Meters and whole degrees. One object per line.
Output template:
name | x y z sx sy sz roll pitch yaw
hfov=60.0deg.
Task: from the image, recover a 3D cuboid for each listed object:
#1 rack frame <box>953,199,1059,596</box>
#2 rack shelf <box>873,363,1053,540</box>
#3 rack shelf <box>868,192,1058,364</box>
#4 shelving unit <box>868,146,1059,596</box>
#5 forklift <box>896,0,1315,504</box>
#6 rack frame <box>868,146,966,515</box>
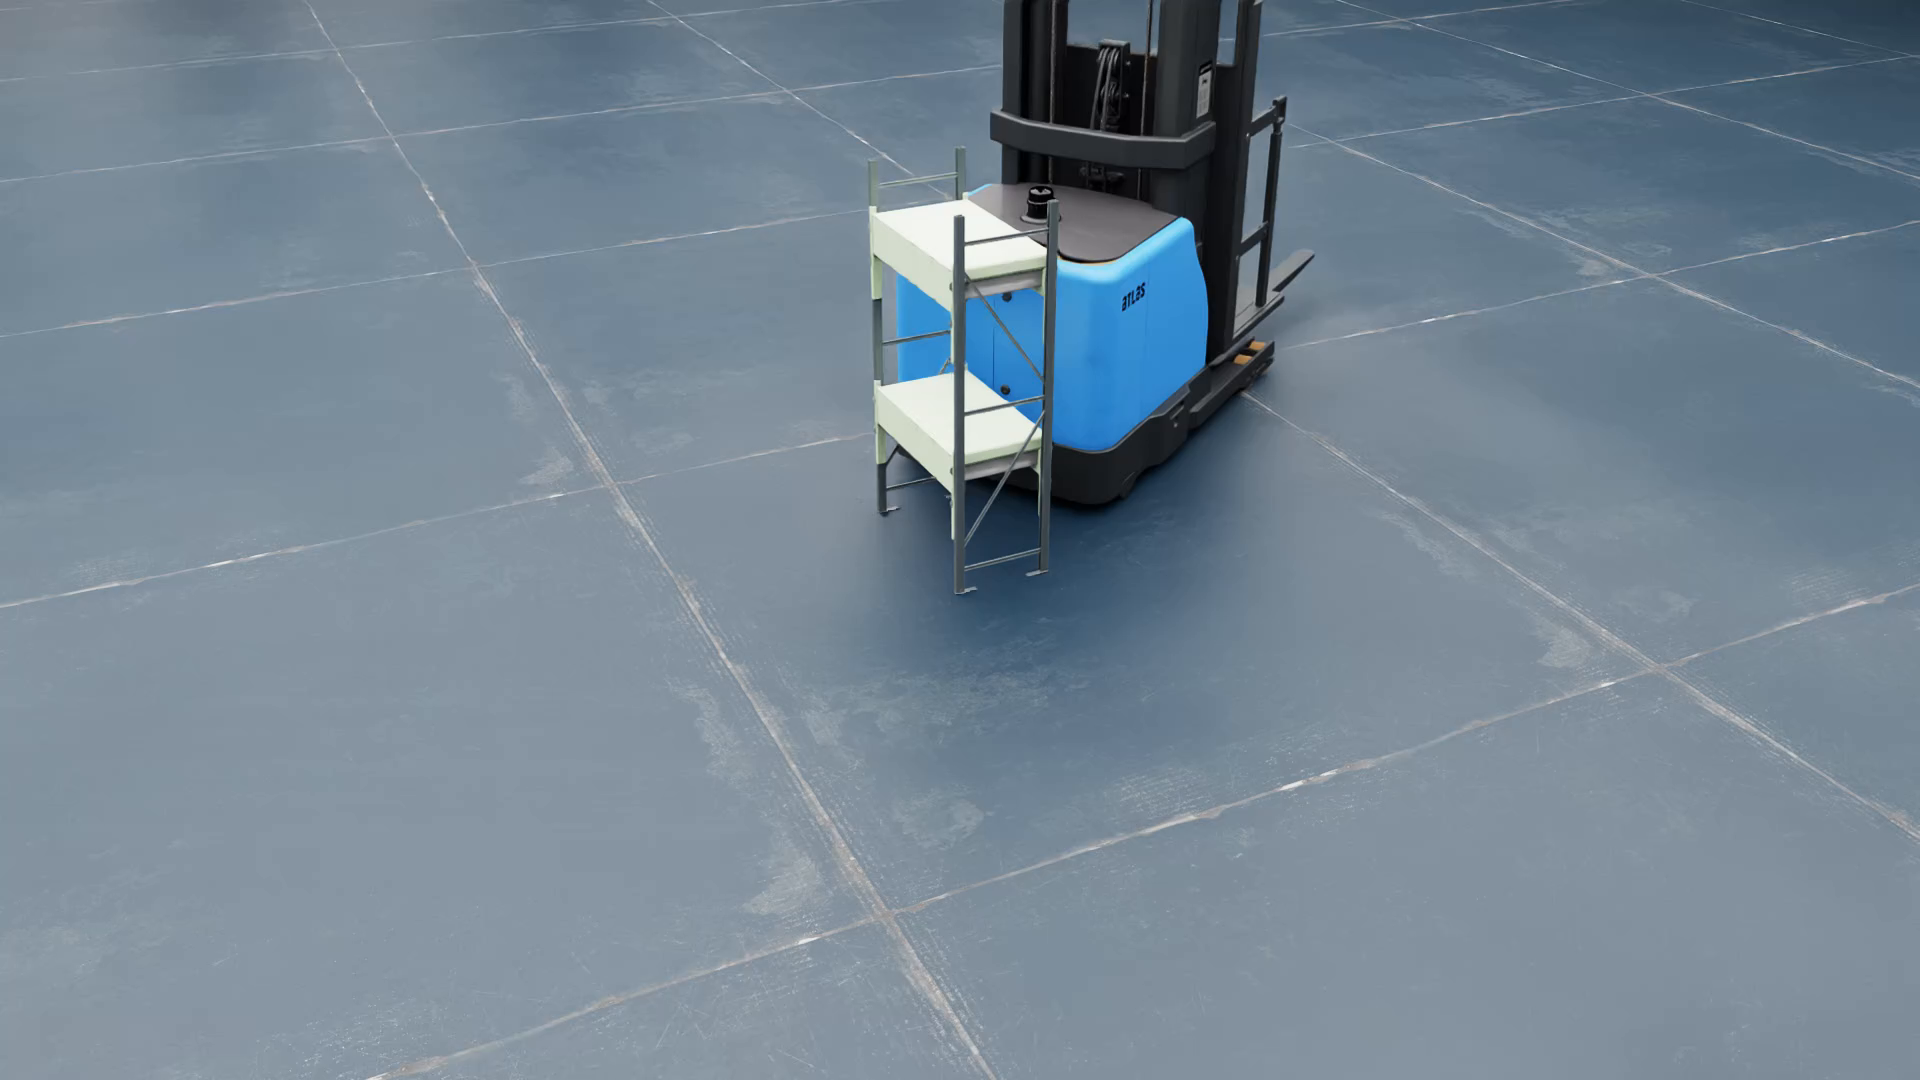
rack frame | 0.161 -0.487 6.085 0.400 1.500 0.023 -14 32 -23
rack shelf | 0.000 -0.363 6.531 0.431 0.370 0.720 -14 32 -23
rack shelf | 0.000 -0.988 6.180 0.431 0.370 0.720 -14 32 -23
shelving unit | 0.000 -0.648 6.371 0.431 1.500 0.755 -14 32 -23
forklift | 0.894 -2.111 7.518 1.130 2.935 3.031 16 33 26
rack frame | -0.162 -0.808 6.658 0.400 1.500 0.023 -14 32 -23
